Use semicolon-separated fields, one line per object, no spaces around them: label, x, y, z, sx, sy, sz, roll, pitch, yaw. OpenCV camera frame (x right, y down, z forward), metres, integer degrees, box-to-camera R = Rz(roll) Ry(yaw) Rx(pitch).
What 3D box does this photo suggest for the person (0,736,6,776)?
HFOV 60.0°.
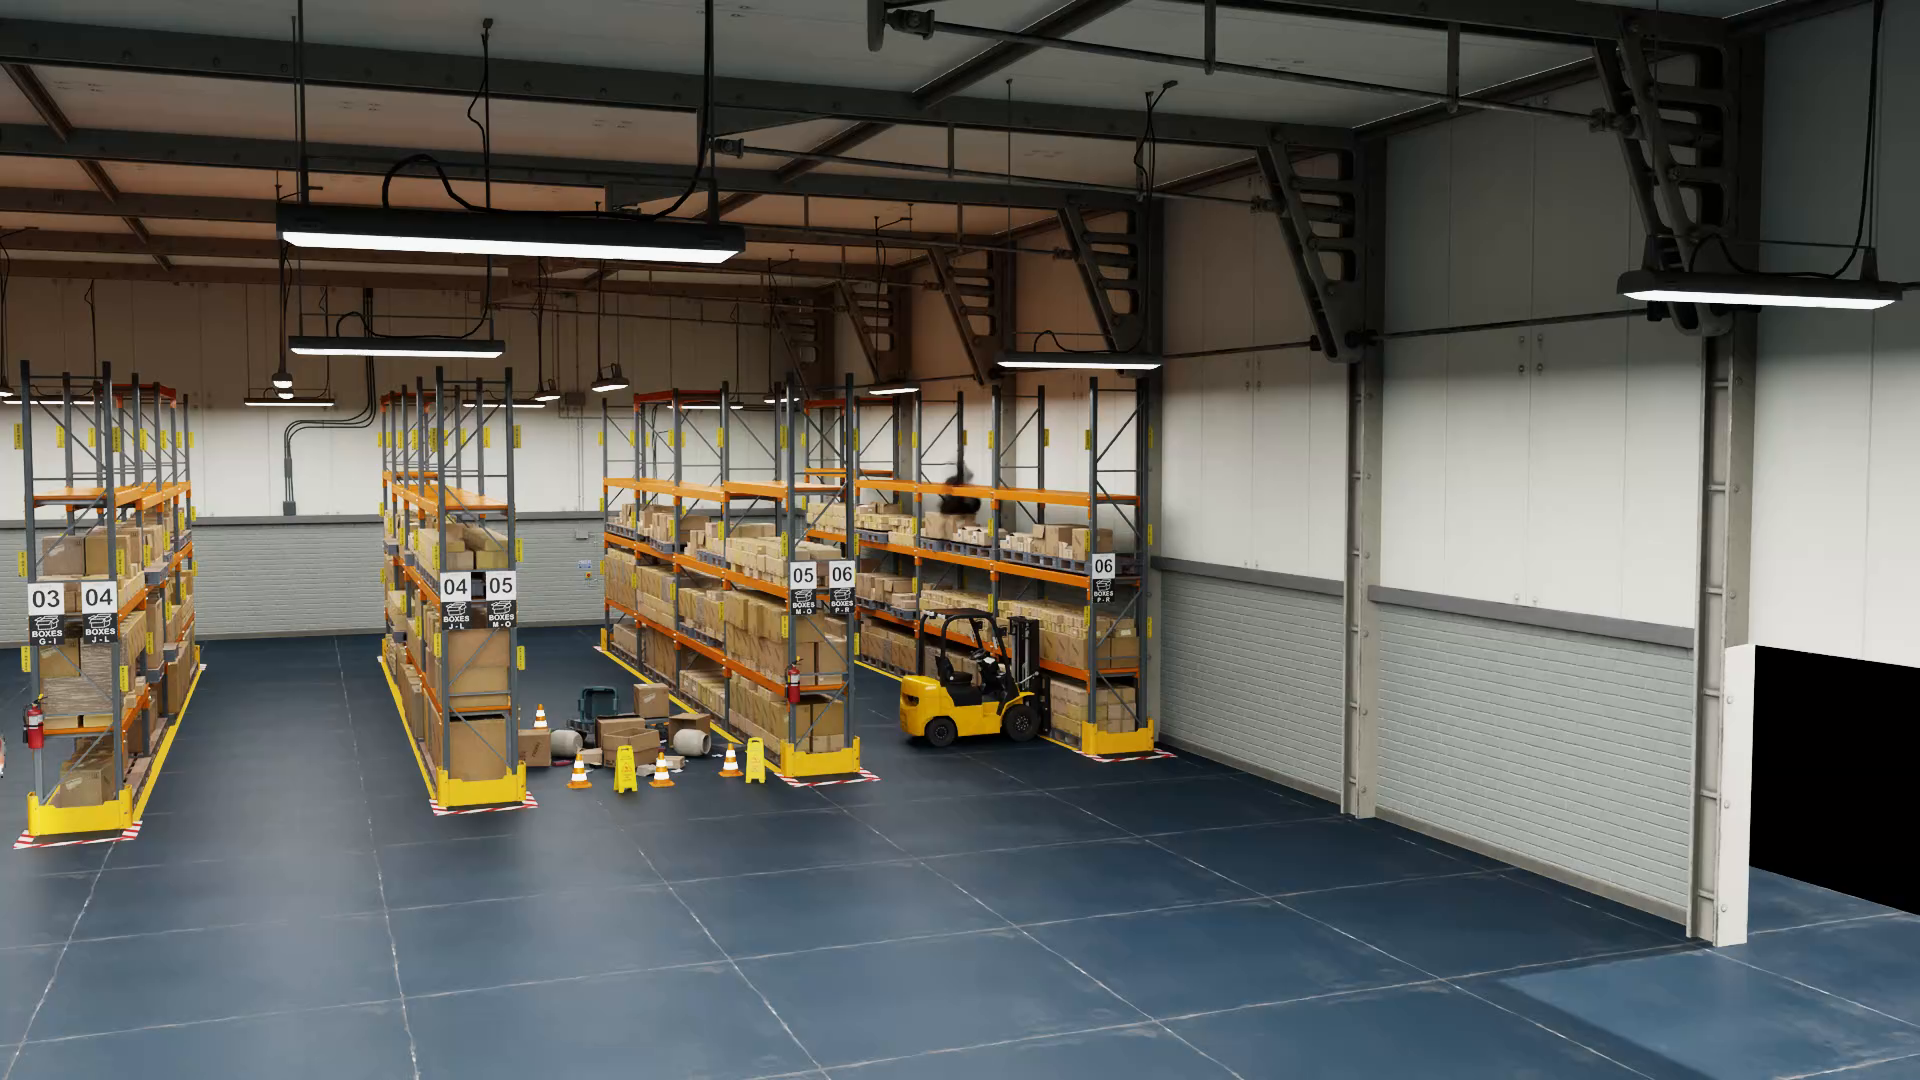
person;-11.996;2.922;20.330;0.596;1.693;0.711;2;4;25
